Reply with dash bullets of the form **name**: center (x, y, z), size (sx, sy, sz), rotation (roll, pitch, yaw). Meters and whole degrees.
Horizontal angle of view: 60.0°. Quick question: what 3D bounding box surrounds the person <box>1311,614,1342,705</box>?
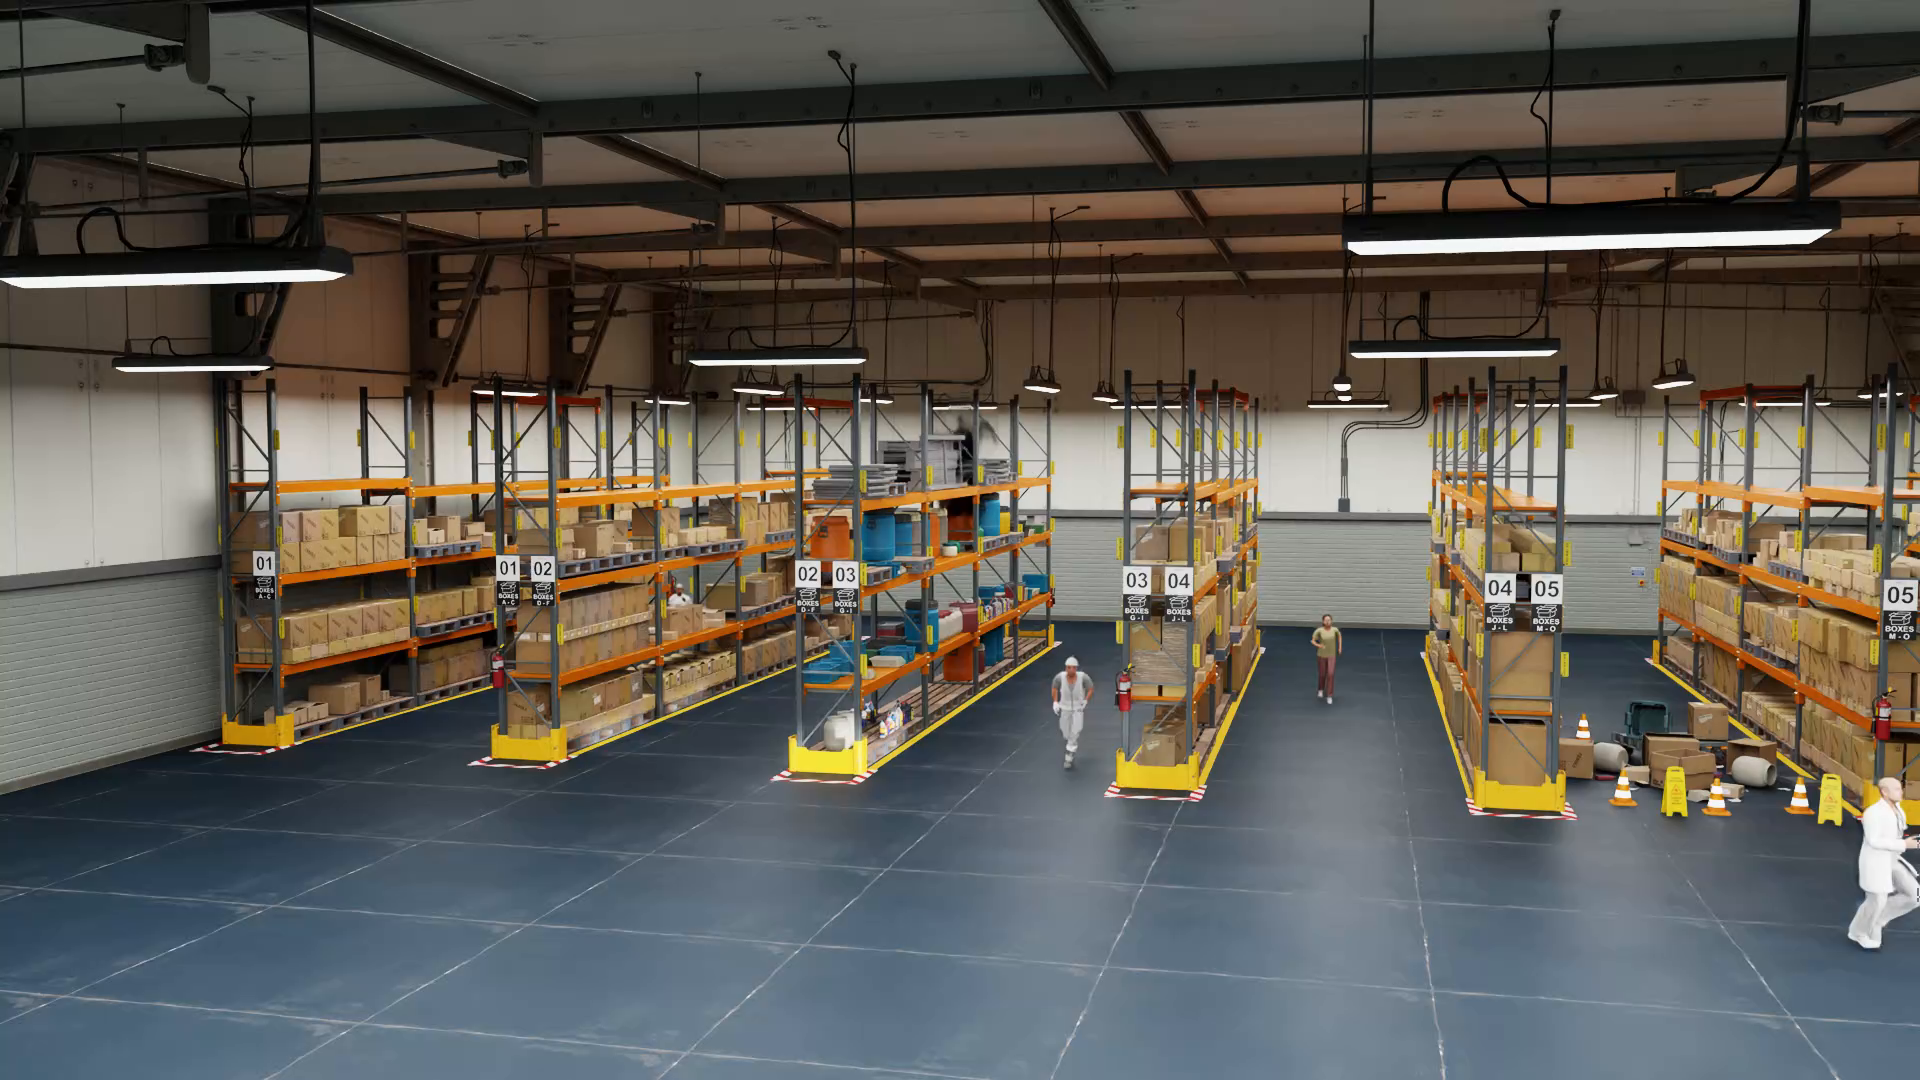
- **person**: center (7.015, 2.255, 31.813), size (0.593, 1.696, 0.820), rotation (0, 3, 6)

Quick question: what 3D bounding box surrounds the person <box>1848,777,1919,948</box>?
- **person**: center (9.024, 3.152, 16.181), size (0.759, 1.726, 0.794), rotation (-2, 4, -31)

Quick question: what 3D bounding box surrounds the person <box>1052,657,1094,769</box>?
- **person**: center (1.733, 2.626, 25.619), size (0.640, 1.715, 0.878), rotation (0, 3, 3)

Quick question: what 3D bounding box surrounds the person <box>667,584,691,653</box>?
- **person**: center (-6.612, 1.852, 39.115), size (0.602, 1.613, 0.540), rotation (0, 3, -3)
